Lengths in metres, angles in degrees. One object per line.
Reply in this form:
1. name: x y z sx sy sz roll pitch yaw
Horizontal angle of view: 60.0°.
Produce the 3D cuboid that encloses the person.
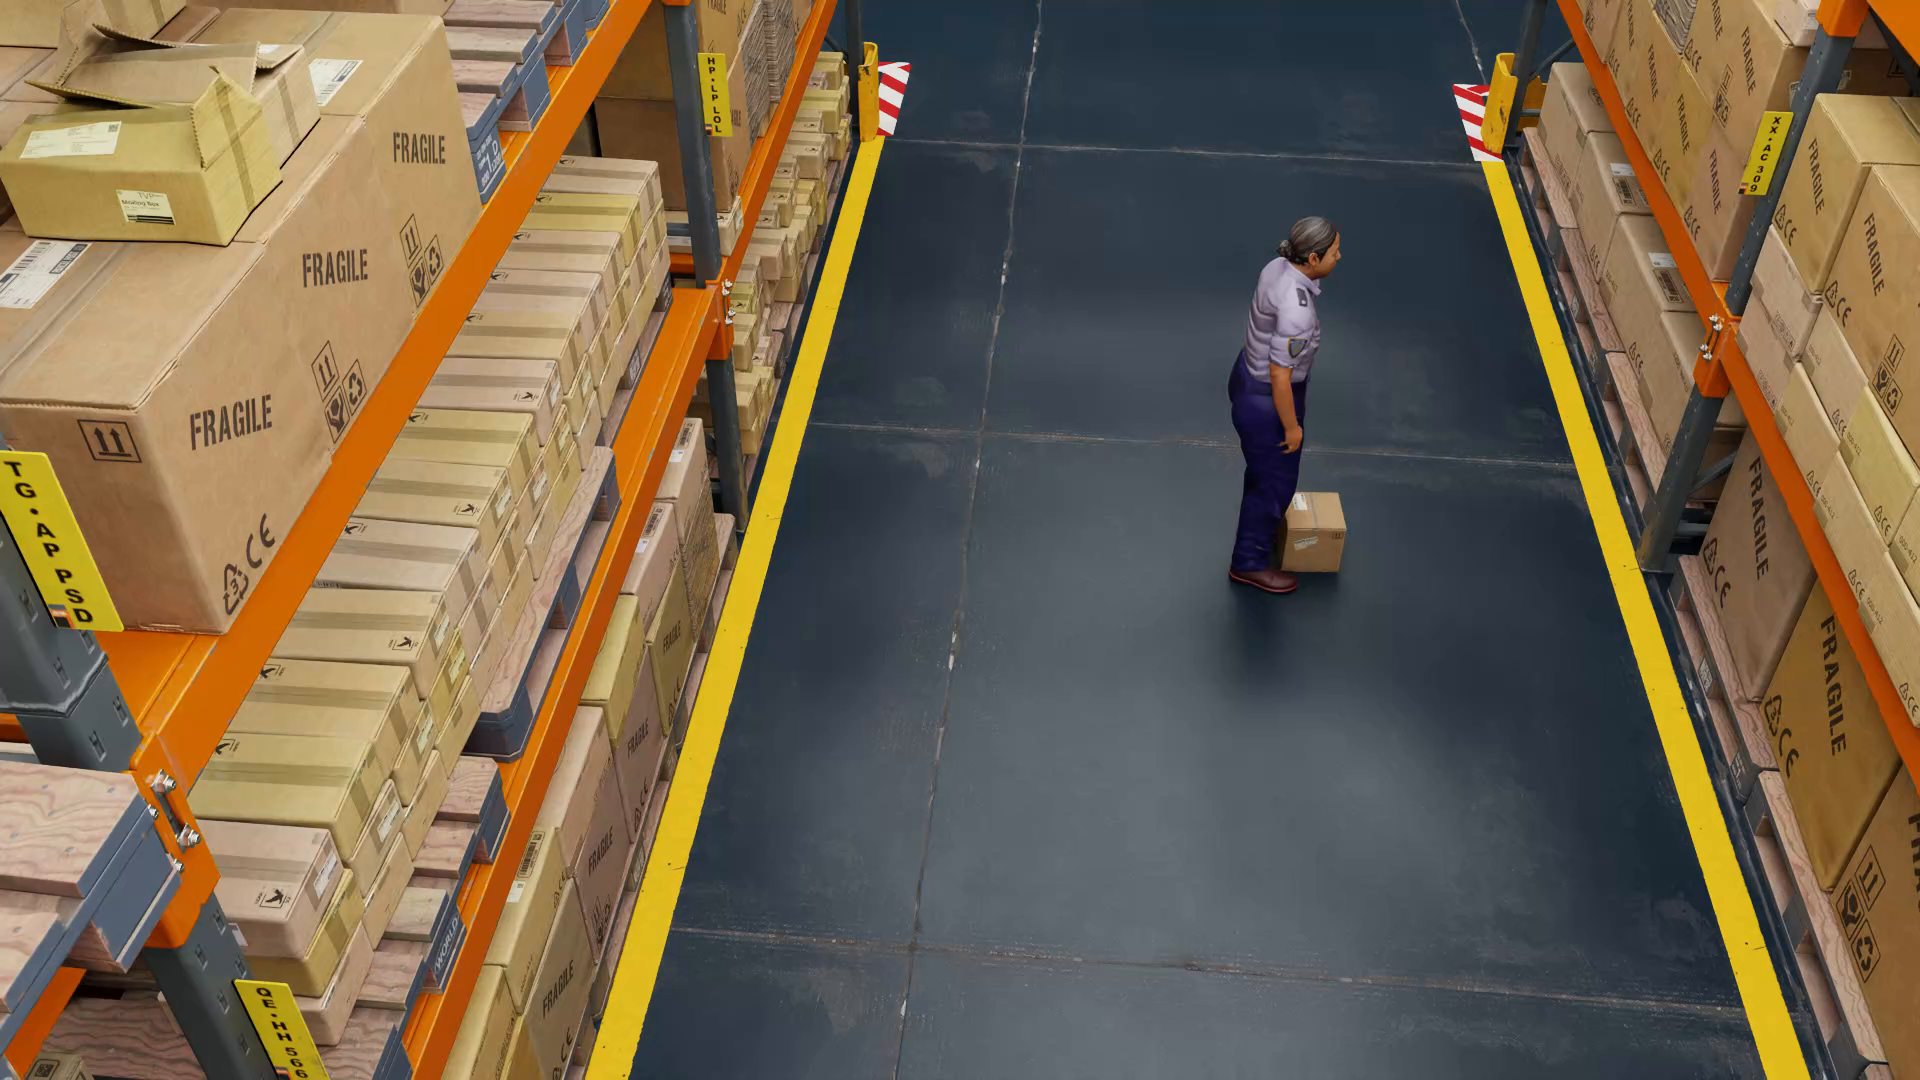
1. person: 1.322 -0.576 6.841 0.418 1.653 0.562 2 40 2
